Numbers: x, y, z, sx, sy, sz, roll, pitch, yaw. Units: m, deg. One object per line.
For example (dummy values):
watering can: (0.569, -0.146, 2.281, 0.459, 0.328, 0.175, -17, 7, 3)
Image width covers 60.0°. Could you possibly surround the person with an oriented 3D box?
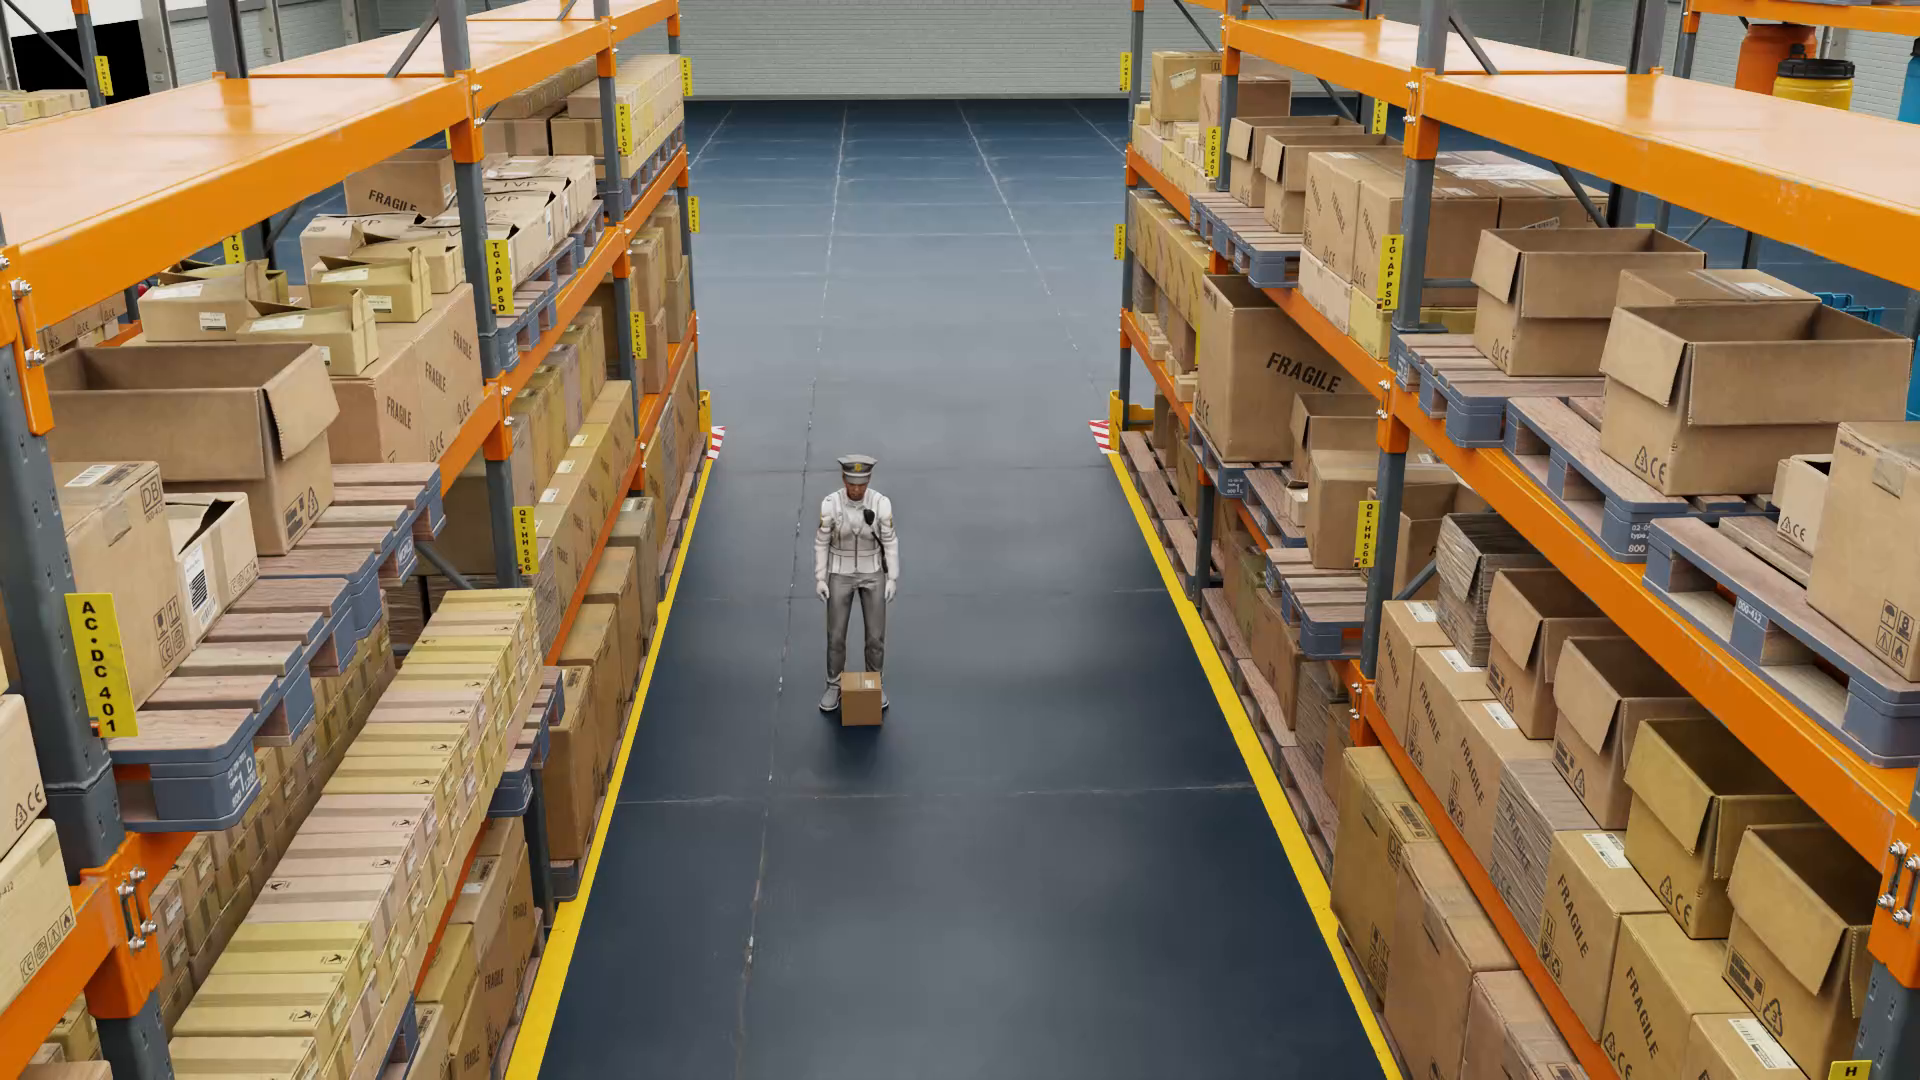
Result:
person: (-0.644, 0.251, 10.402, 0.528, 1.663, 0.372, -1, 21, -3)
